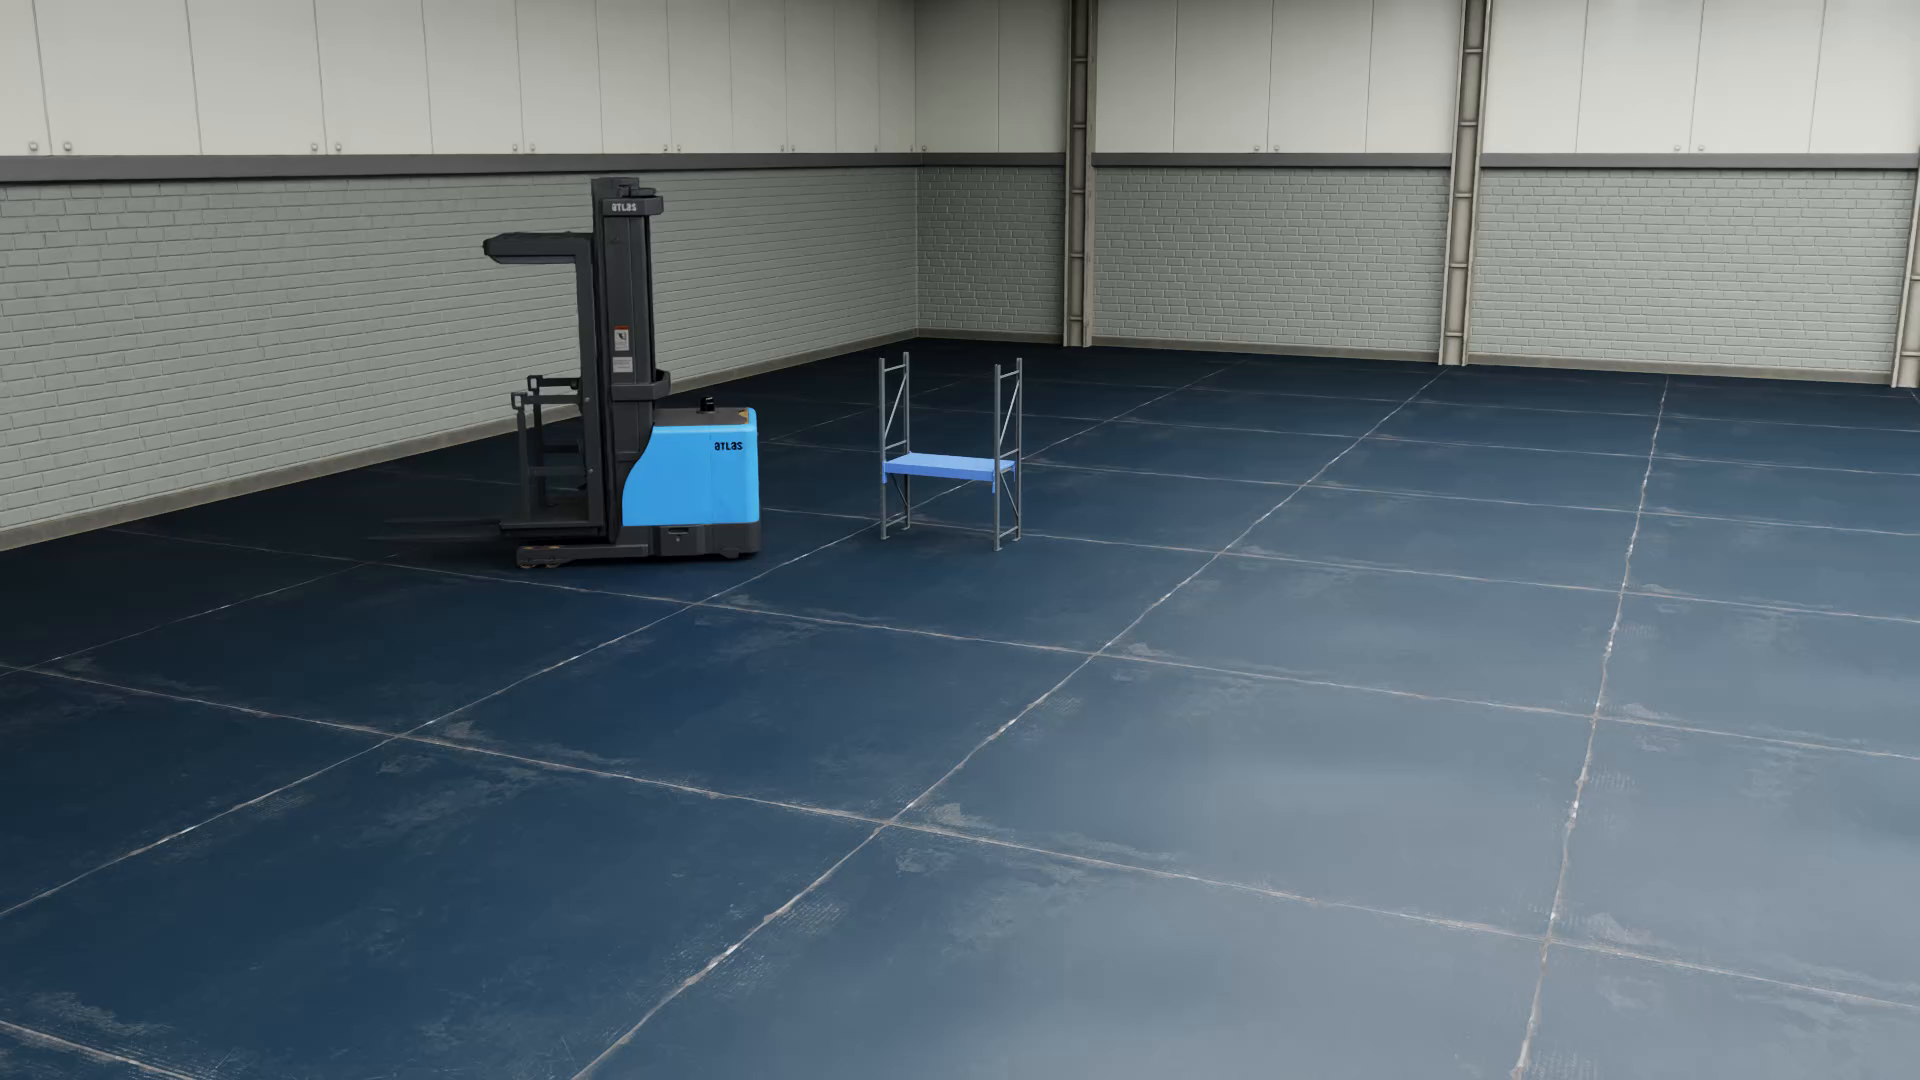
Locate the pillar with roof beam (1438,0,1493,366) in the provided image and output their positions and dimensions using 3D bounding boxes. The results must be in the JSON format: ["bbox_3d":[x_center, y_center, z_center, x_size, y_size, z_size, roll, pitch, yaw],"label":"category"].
[{"bbox_3d":[5.680,-6.130,20.182,0.400,9.000,9.100,6,14,23],"label":"pillar with roof beam"}]

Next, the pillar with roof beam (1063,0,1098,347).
[{"bbox_3d":[0.194,-6.686,22.548,0.400,9.000,9.100,6,14,23],"label":"pillar with roof beam"}]

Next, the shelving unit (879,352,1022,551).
[{"bbox_3d":[-0.078,-0.738,13.617,1.048,1.500,0.538,6,14,23],"label":"shelving unit"}]

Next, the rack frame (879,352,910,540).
[{"bbox_3d":[-0.543,-0.785,13.818,0.032,1.500,0.500,6,14,23],"label":"rack frame"}]

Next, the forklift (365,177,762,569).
[{"bbox_3d":[-3.121,-1.335,13.027,3.031,2.935,1.130,-2,13,-7],"label":"forklift"}]

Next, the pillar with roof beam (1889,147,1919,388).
[{"bbox_3d":[11.166,-5.575,17.816,0.400,9.000,9.100,6,14,23],"label":"pillar with roof beam"}]

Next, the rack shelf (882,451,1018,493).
[{"bbox_3d":[-0.078,-0.563,13.658,1.000,0.185,0.538,6,14,23],"label":"rack shelf"}]

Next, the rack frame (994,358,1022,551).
[{"bbox_3d":[0.387,-0.691,13.417,0.032,1.500,0.500,6,14,23],"label":"rack frame"}]
